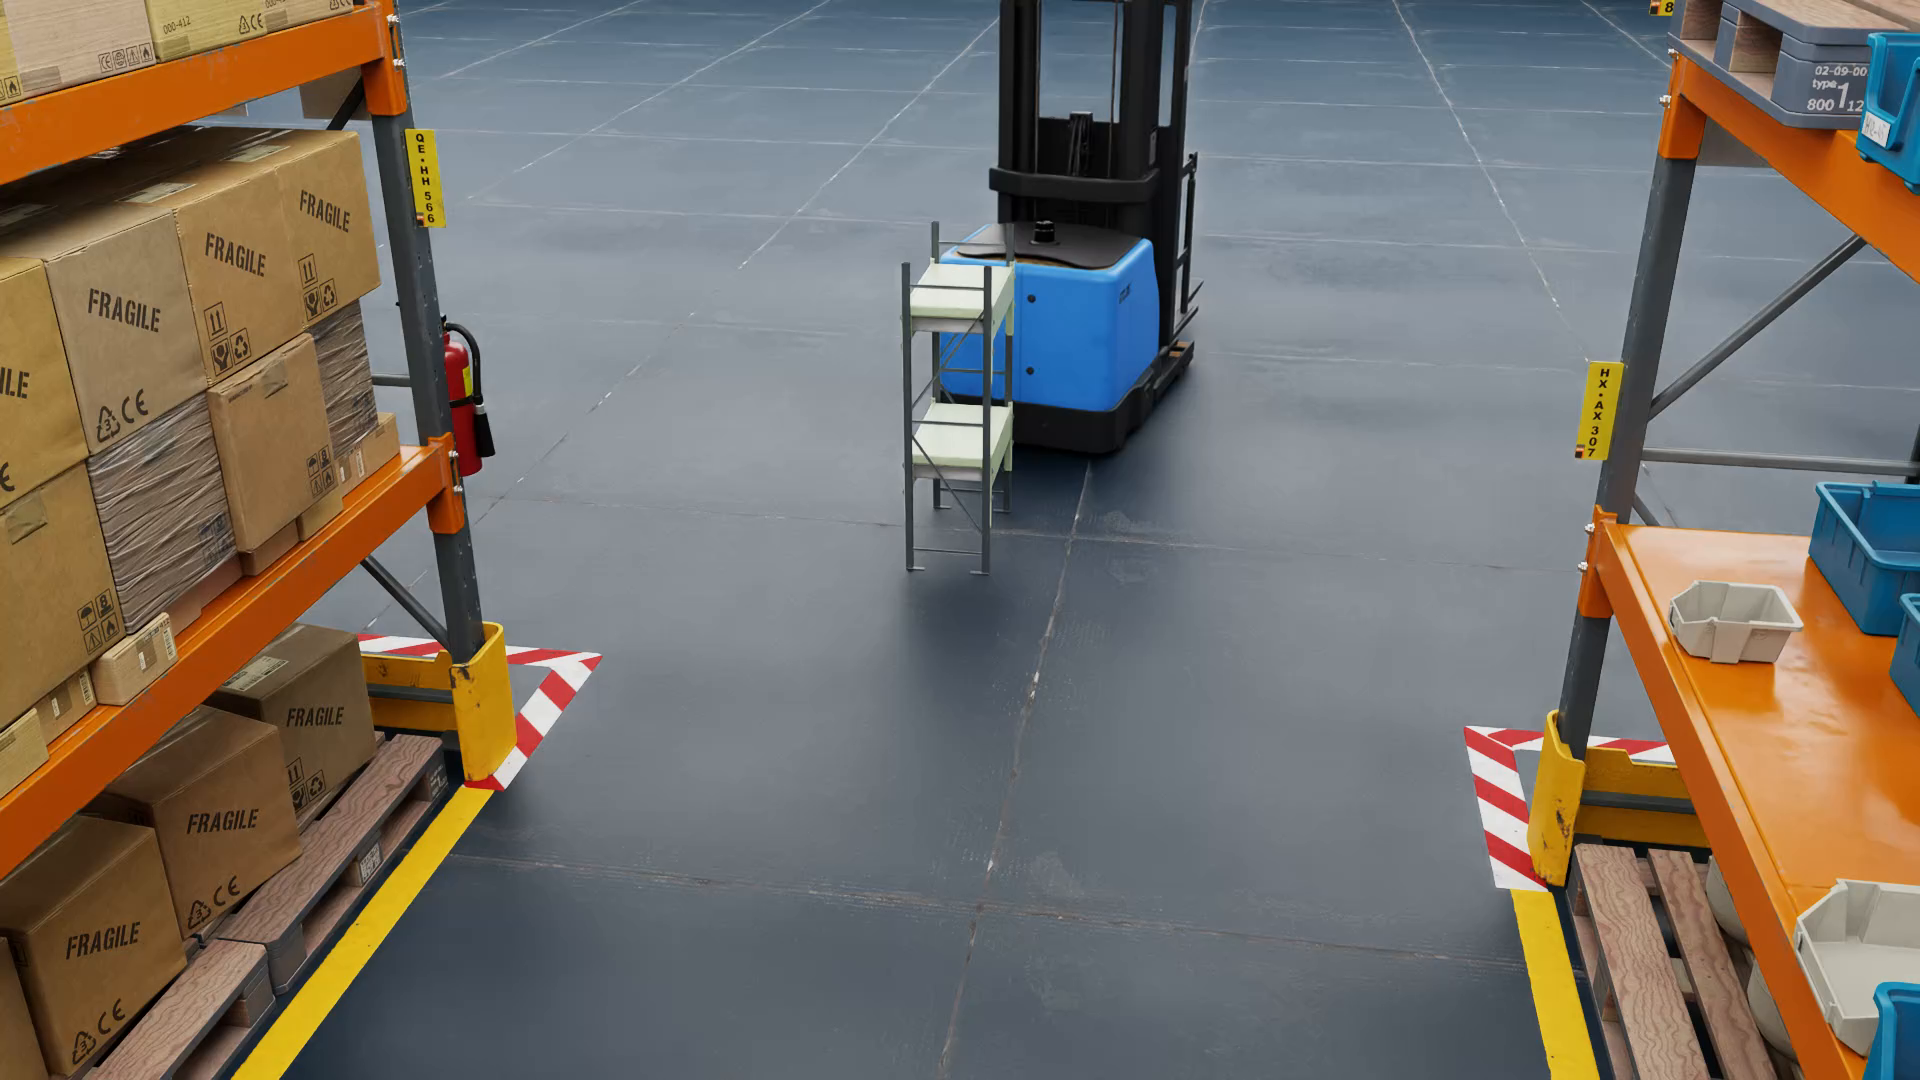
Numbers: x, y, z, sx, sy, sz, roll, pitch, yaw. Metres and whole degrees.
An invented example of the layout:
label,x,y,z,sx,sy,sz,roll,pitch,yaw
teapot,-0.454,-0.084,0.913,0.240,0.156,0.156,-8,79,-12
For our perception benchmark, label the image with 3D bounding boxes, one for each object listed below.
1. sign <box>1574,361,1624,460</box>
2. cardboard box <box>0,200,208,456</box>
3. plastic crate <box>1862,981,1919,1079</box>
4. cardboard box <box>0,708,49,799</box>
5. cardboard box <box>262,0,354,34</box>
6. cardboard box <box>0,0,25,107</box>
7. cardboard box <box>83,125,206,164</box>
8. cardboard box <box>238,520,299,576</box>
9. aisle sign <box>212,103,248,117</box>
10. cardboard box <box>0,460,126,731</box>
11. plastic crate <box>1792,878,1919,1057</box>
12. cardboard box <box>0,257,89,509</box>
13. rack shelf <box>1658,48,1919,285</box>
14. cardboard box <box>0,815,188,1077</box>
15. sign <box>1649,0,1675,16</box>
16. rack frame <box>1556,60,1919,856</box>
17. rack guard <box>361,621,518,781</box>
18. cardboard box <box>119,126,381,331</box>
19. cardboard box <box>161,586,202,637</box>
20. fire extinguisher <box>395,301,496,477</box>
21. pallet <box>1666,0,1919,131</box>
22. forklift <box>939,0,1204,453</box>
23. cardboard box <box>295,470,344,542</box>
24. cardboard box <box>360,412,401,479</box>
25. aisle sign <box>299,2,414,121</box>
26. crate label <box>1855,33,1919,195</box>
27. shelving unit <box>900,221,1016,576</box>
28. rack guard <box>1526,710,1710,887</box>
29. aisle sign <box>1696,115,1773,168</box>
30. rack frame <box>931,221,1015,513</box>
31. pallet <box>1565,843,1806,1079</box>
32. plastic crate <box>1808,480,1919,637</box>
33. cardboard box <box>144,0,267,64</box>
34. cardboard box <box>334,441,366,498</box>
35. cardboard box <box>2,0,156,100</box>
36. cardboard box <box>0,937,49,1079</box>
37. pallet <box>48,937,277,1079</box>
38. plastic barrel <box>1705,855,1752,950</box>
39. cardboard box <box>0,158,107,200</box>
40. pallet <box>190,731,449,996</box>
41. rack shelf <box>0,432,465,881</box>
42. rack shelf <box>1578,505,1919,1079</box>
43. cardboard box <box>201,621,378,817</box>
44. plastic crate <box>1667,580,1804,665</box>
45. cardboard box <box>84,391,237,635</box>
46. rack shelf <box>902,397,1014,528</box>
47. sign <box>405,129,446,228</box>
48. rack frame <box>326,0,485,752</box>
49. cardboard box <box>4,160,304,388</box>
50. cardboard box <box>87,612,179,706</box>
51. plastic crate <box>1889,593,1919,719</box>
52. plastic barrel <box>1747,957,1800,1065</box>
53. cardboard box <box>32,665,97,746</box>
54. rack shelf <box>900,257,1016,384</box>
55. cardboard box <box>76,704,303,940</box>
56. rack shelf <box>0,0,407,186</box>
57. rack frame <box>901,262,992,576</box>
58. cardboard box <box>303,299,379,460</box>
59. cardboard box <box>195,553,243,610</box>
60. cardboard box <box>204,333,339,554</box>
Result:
label,x,y,z,sx,sy,sz,roll,pitch,yaw
sign,2.018,-0.406,5.254,0.100,0.325,0.005,4,25,9
cardboard box,-2.332,-0.552,4.242,0.500,0.500,0.500,4,25,9
plastic crate,1.820,1.017,2.714,0.499,0.251,0.616,4,25,9
cardboard box,-2.416,0.505,3.929,0.380,0.149,0.250,4,25,9
cardboard box,-2.154,-1.656,4.888,0.500,0.250,0.500,5,25,10
cardboard box,-2.402,-1.022,3.534,0.500,0.250,0.500,4,25,8
cardboard box,-2.685,-1.006,5.213,0.500,0.500,0.500,4,25,9
cardboard box,-2.257,-0.021,5.053,0.380,0.149,0.250,4,25,9
aisle sign,-2.612,-1.808,5.509,0.394,0.787,0.004,4,25,9
cardboard box,-2.624,0.096,4.039,0.875,0.500,0.500,4,25,9
plastic crate,1.922,0.855,3.197,0.530,0.136,0.437,4,25,9
cardboard box,-2.422,-0.343,3.796,0.500,0.500,0.500,4,25,9
rack shelf,2.233,-0.437,2.957,1.077,0.370,4.000,4,25,9
cardboard box,-2.630,1.130,4.750,0.500,0.500,0.500,6,26,13
sign,2.018,-1.644,4.675,0.100,0.325,0.005,4,25,9
rack frame,2.560,-0.241,5.227,1.000,3.000,0.127,4,25,9
rack guard,-2.338,0.580,6.422,1.175,0.500,0.348,4,25,9
cardboard box,-2.172,-0.970,5.136,0.500,0.500,0.500,4,25,9
cardboard box,-2.357,0.187,4.609,0.380,0.149,0.250,4,25,9
fire extinguisher,-1.853,-0.565,6.011,0.296,0.674,0.183,4,25,9
pallet,2.329,-1.175,3.906,1.003,0.211,1.213,4,25,9
forklift,0.853,-2.401,9.922,1.130,2.935,3.031,9,27,18
cardboard box,-2.201,-0.124,5.274,0.380,0.149,0.250,4,25,9
cardboard box,-2.169,-0.337,5.728,0.380,0.149,0.250,4,25,9
aisle sign,-2.020,-1.767,5.420,0.394,0.787,0.004,4,25,9
crate label,1.928,-0.772,2.999,0.502,0.251,0.408,4,25,9
shelving unit,0.001,-0.682,7.938,0.431,1.500,0.755,4,25,9
rack guard,2.594,0.926,5.682,1.175,0.500,0.348,4,25,9
aisle sign,2.283,-1.469,4.784,0.394,0.787,0.004,4,25,9
rack frame,0.061,-0.835,8.265,0.400,1.500,0.023,4,25,9
pallet,2.456,1.396,5.018,1.003,0.211,1.213,4,25,9
plastic crate,2.774,0.056,4.767,0.499,0.251,0.616,4,25,9
cardboard box,-2.233,-1.447,4.441,0.500,0.250,0.500,4,25,9
cardboard box,-2.210,-0.233,5.505,0.380,0.149,0.250,4,25,9
cardboard box,-2.325,-1.233,3.984,0.500,0.250,0.500,5,25,10
cardboard box,-2.765,1.361,4.258,0.500,0.500,0.500,2,25,4
pallet,-2.708,1.556,4.676,1.003,0.211,1.213,4,25,9
plastic barrel,2.528,0.976,5.066,0.421,0.512,0.421,0,25,0
cardboard box,-2.773,-0.797,4.767,0.500,0.500,0.500,4,25,9
pallet,-2.506,1.048,5.763,1.003,0.211,1.213,4,25,9
rack shelf,-2.653,0.578,4.326,1.077,0.370,4.000,4,25,9
rack shelf,2.233,0.921,3.592,1.077,0.370,4.000,4,25,9
cardboard box,-2.445,0.618,5.846,0.500,0.500,0.500,9,27,18
plastic crate,2.097,0.230,4.531,0.298,0.136,0.250,4,25,9
cardboard box,-2.531,-0.113,4.484,0.875,0.500,0.500,4,25,9
rack shelf,0.001,-0.387,8.076,0.431,0.370,0.720,4,25,9
sign,-1.782,-1.205,5.548,0.100,0.325,0.005,4,25,9
rack frame,-2.326,-0.584,5.960,1.000,3.000,0.127,4,25,9
cardboard box,-2.248,-0.761,4.688,0.500,0.500,0.500,4,25,9
cardboard box,-2.310,0.298,4.372,0.380,0.149,0.250,4,25,9
plastic crate,2.662,0.327,4.188,0.499,0.251,0.408,4,25,9
plastic barrel,2.446,1.186,4.618,0.421,0.512,0.421,0,25,0
cardboard box,-2.420,0.397,4.159,0.380,0.149,0.250,4,25,9
rack shelf,0.001,-1.036,7.773,0.431,0.370,0.720,4,25,9
cardboard box,-2.509,0.870,5.306,0.500,0.500,0.500,11,27,22
rack shelf,-2.653,-0.781,3.690,1.077,0.370,4.000,4,25,9
rack frame,-0.059,-0.529,7.611,0.400,1.500,0.023,4,25,9
cardboard box,-2.443,-0.536,5.389,0.875,0.500,0.500,4,25,9
cardboard box,-2.338,0.081,4.836,0.380,0.149,0.250,4,25,9
cardboard box,-2.406,-0.319,4.924,0.875,0.500,0.500,4,25,9
